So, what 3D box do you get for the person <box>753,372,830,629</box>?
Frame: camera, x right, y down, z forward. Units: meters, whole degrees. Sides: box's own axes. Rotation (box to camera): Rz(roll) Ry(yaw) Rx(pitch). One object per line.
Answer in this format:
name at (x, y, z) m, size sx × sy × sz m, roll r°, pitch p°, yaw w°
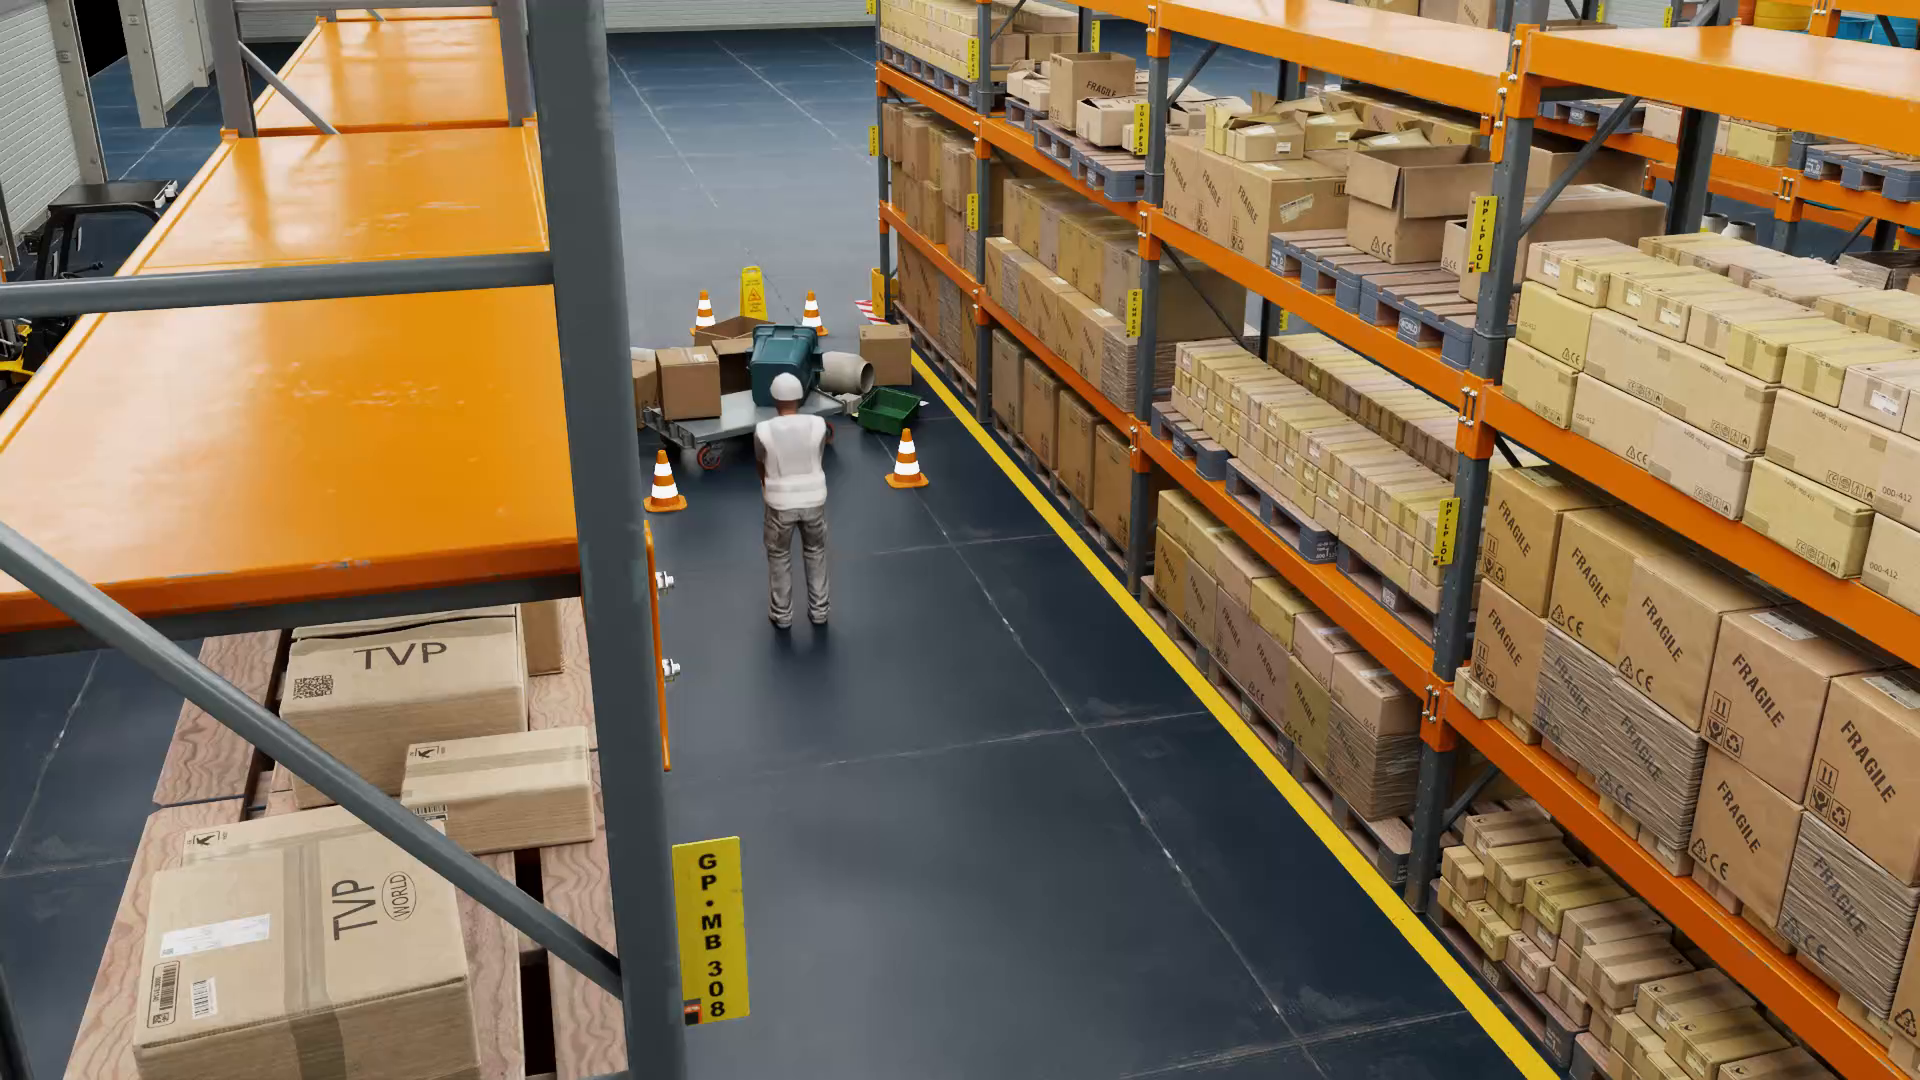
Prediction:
person at (-1.159, -0.296, 11.353) m, size 0.491 × 1.778 × 0.587 m, roll -7°, pitch 24°, yaw -15°
